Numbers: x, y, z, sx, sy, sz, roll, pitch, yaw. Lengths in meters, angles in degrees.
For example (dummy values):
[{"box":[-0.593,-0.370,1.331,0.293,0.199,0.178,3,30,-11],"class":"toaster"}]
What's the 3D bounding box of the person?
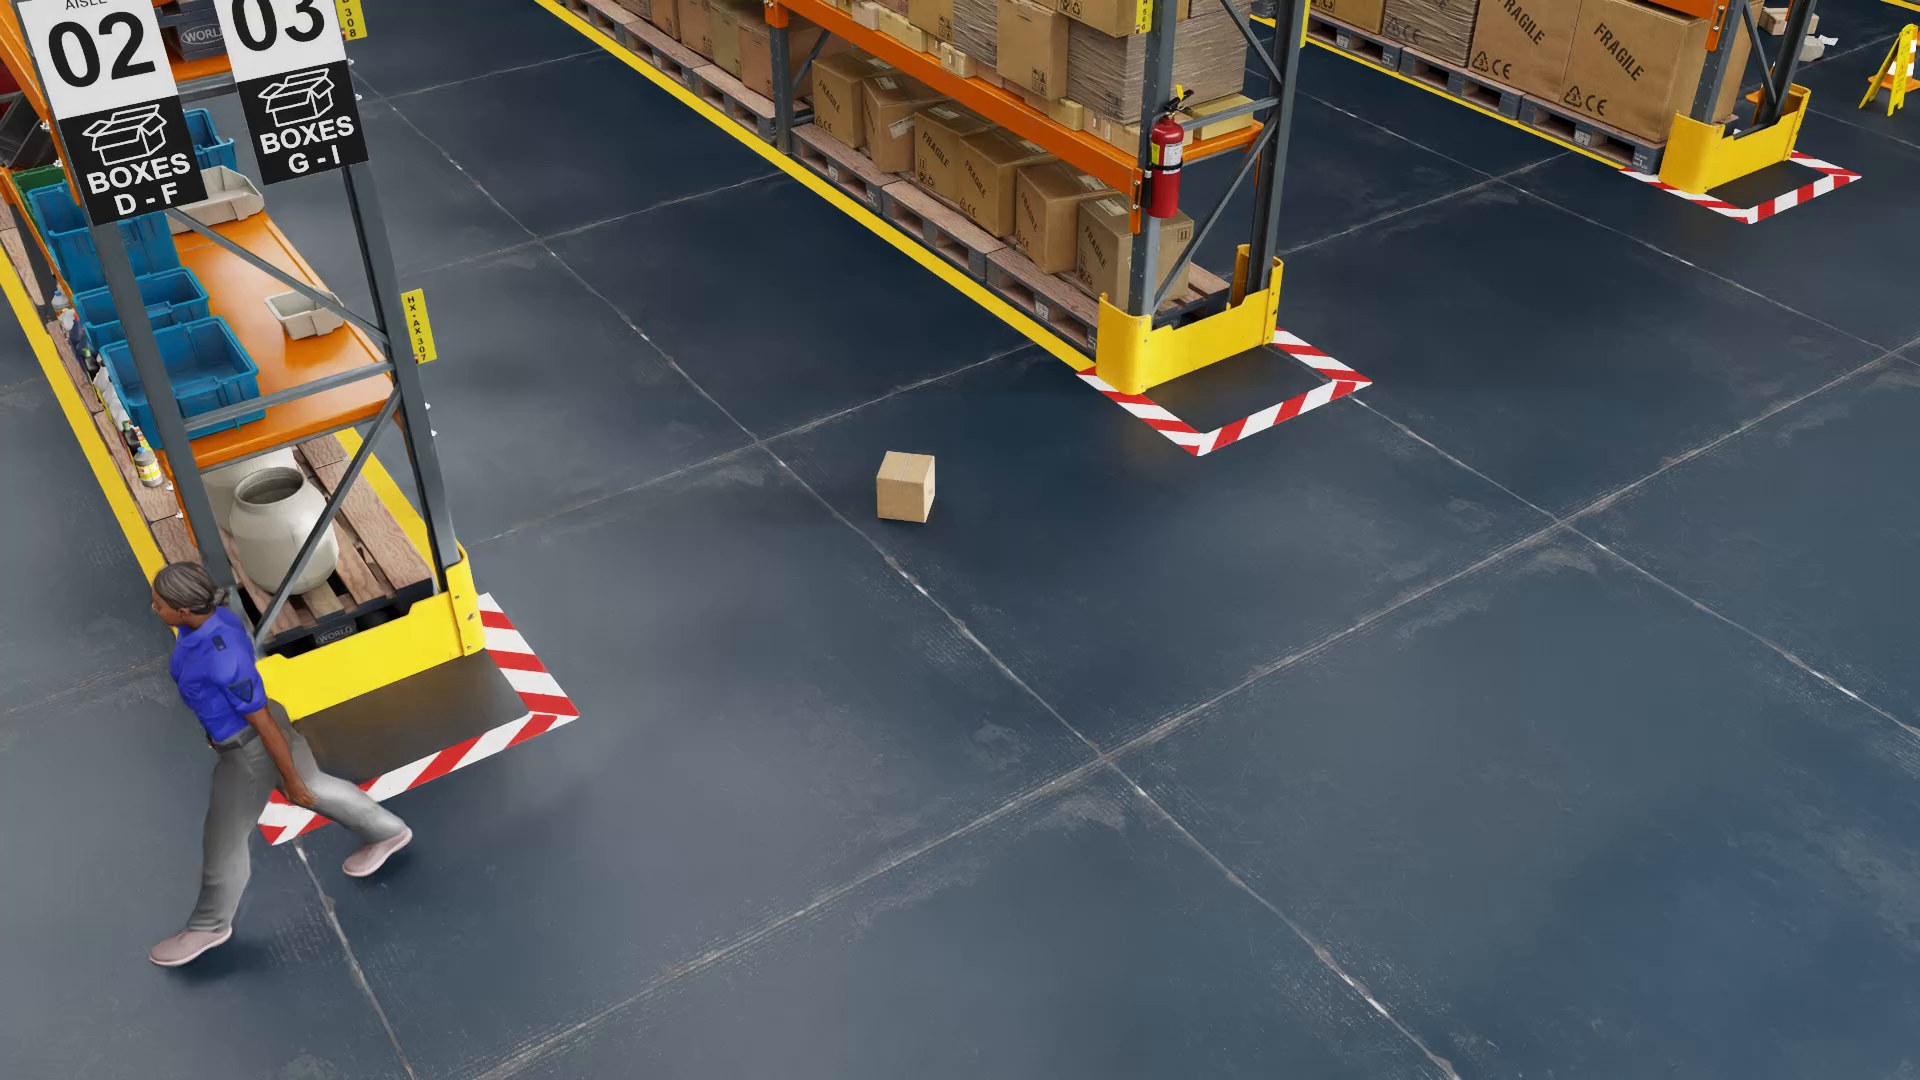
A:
[{"box":[-2.617,0.743,5.993,1.006,1.592,0.527,-17,40,-22],"class":"person"}]
